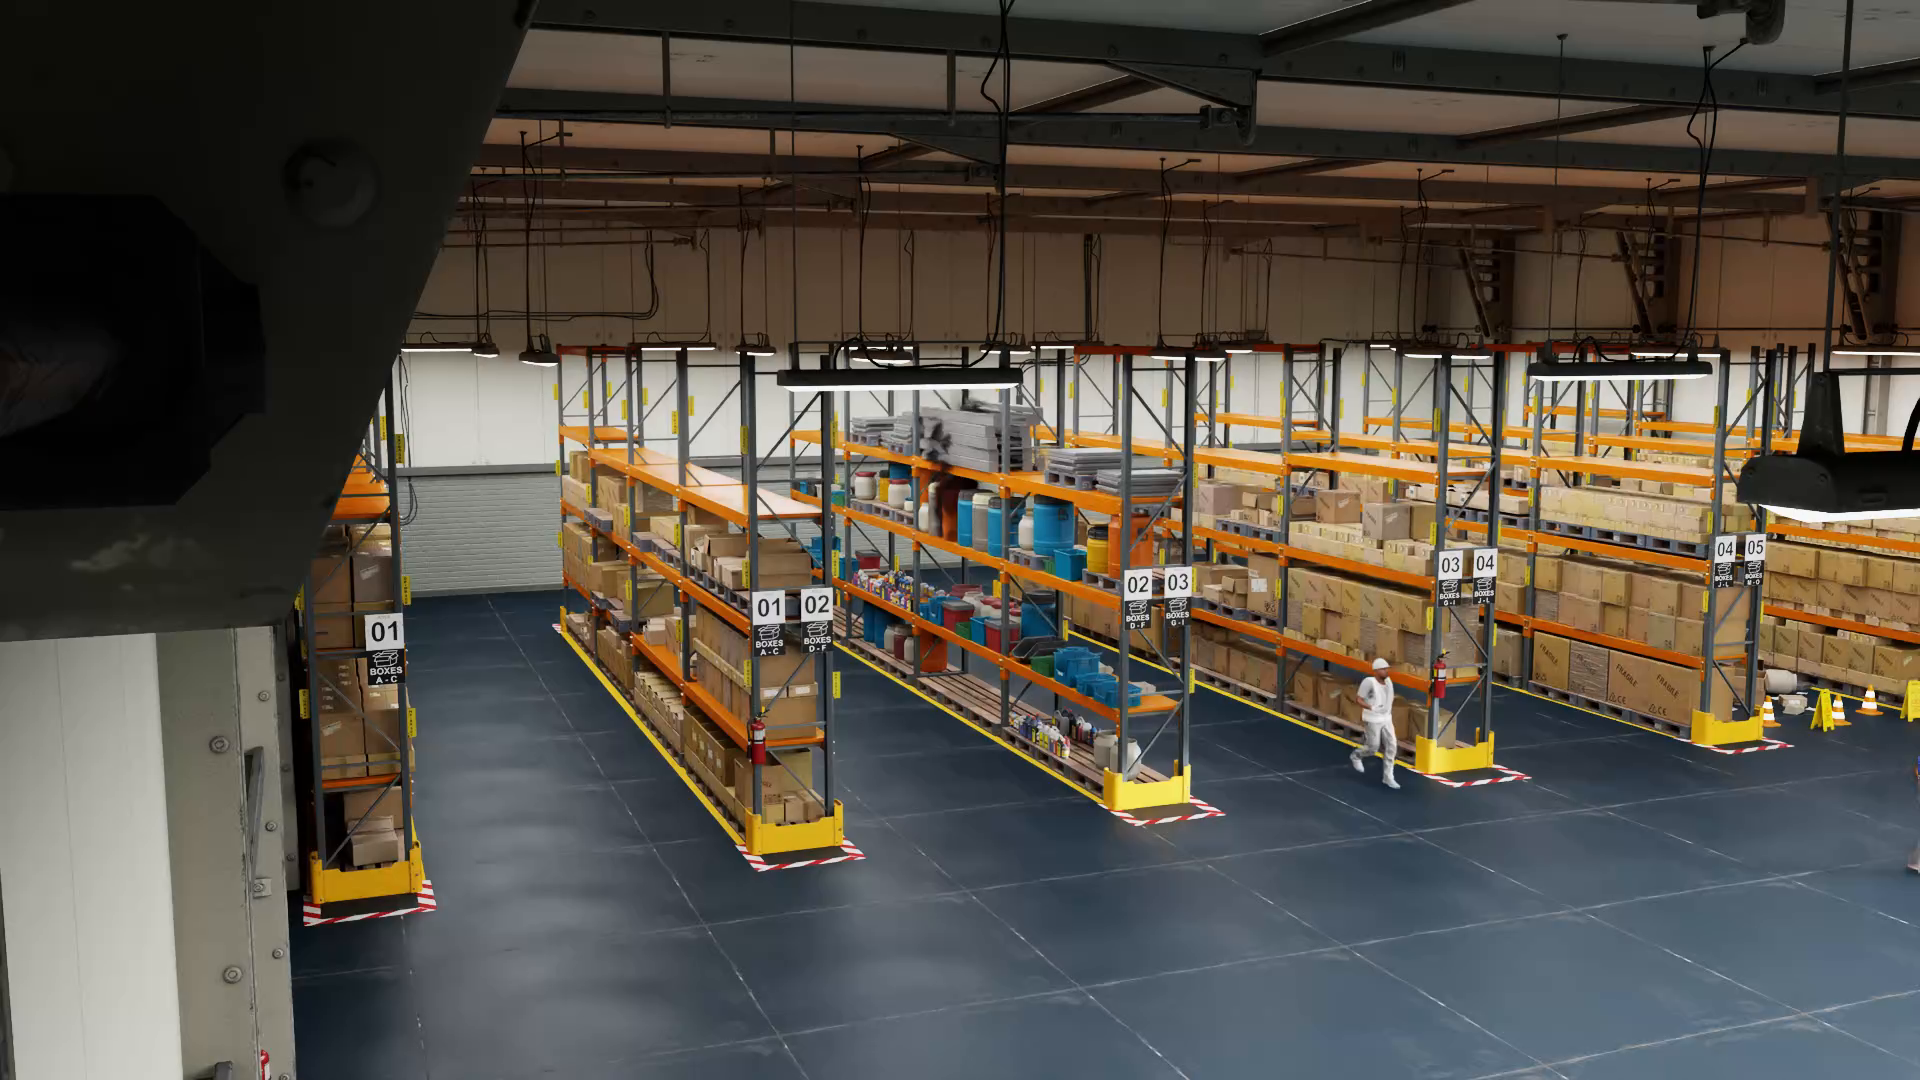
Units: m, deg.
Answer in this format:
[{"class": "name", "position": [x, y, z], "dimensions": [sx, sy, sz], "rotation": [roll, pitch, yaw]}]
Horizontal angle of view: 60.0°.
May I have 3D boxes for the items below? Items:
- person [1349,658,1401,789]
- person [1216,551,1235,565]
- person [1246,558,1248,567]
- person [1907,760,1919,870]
[{"class": "person", "position": [5.807, 2.521, 23.212], "dimensions": [0.720, 1.783, 0.893], "rotation": [-4, 8, -30]}, {"class": "person", "position": [6.707, 0.186, 41.910], "dimensions": [0.755, 1.761, 0.581], "rotation": [-3, 8, -20]}, {"class": "person", "position": [7.245, 0.238, 41.177], "dimensions": [0.684, 1.744, 0.578], "rotation": [-6, 9, -39]}, {"class": "person", "position": [11.409, 3.082, 19.289], "dimensions": [0.765, 1.695, 0.523], "rotation": [1, 7, 5]}]
